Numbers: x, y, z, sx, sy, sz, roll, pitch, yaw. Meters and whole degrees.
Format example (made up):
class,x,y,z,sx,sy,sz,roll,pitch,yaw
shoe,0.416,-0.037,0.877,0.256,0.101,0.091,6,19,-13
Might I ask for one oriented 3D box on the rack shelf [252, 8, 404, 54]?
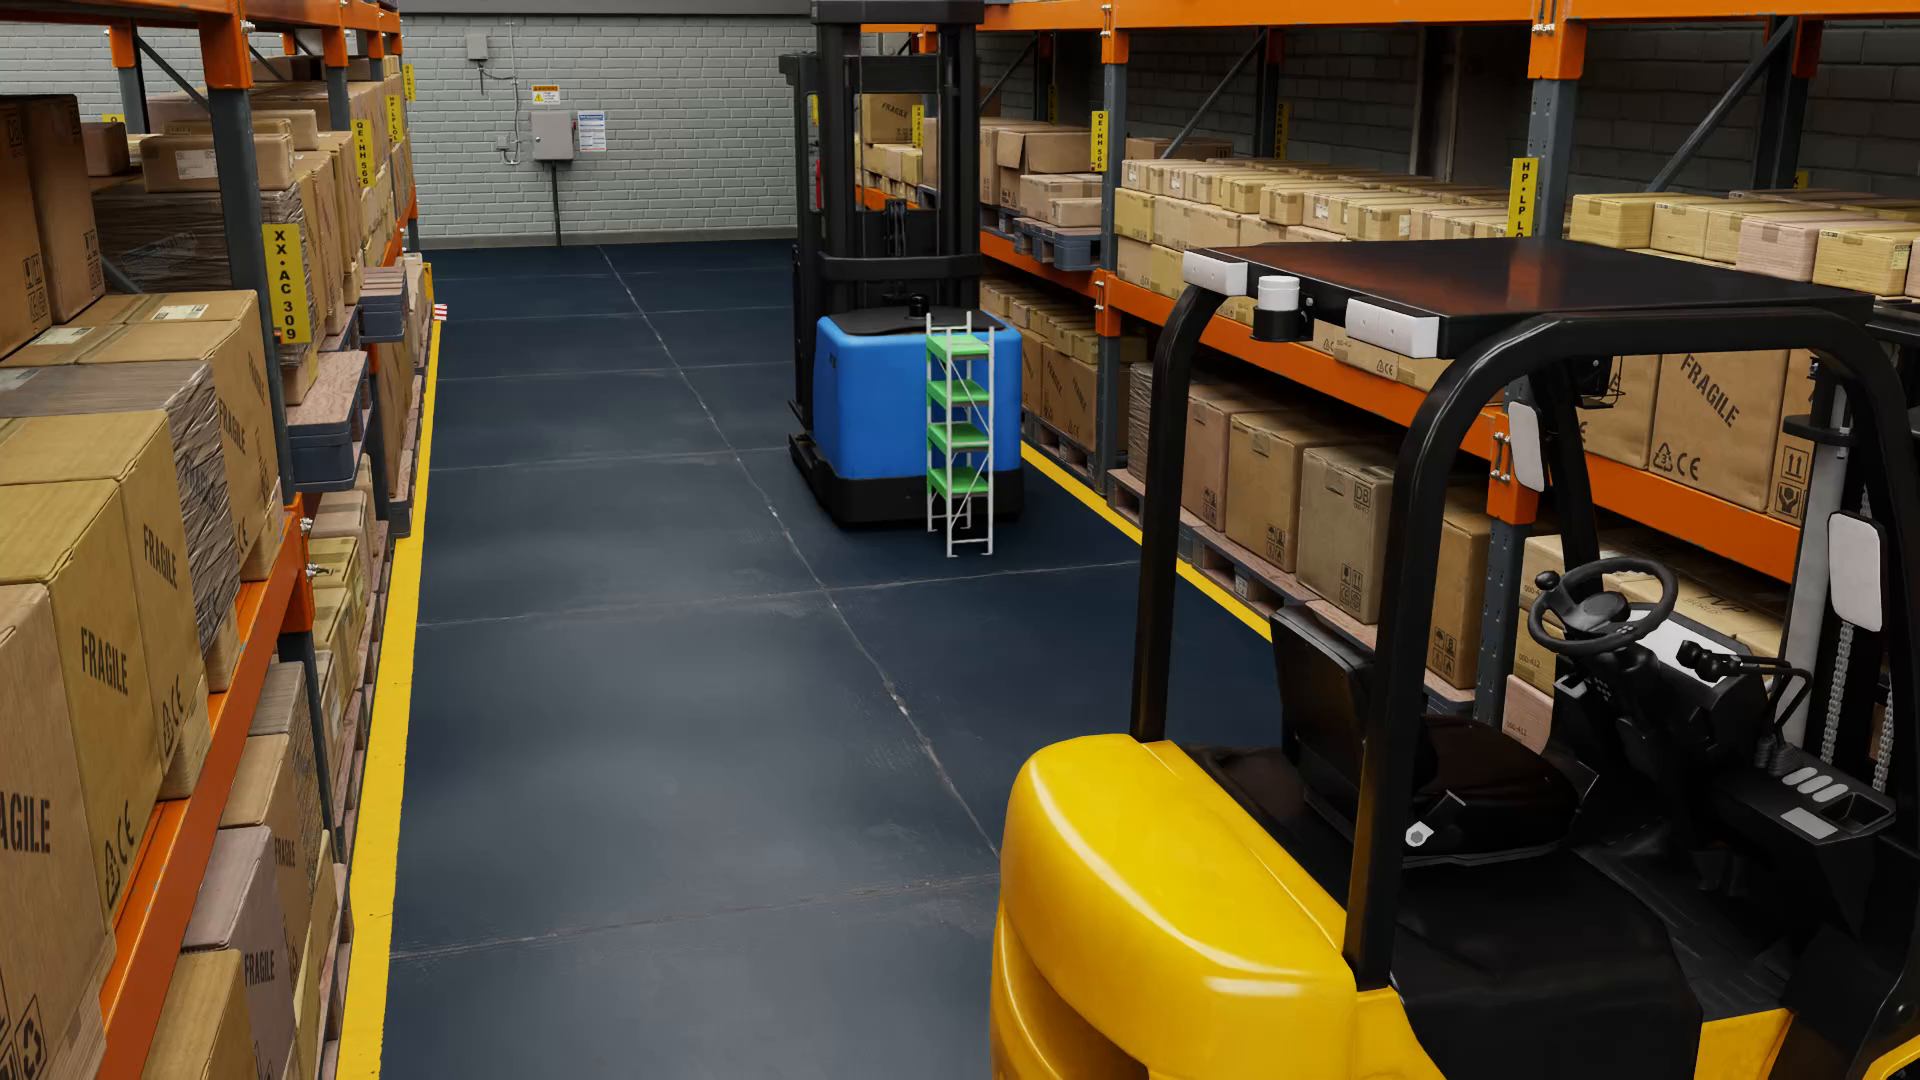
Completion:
class,x,y,z,sx,sy,sz,roll,pitch,yaw
rack shelf,-5.123,-4.102,13.430,1.077,0.370,4.000,-5,17,-15

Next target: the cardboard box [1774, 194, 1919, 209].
class,x,y,z,sx,sy,sz,roll,pitch,yaw
cardboard box,2.804,-1.001,5.253,0.380,0.149,0.250,-5,17,-17

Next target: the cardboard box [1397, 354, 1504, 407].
class,x,y,z,sx,sy,sz,roll,pitch,yaw
cardboard box,2.006,-0.684,6.276,0.500,0.250,0.500,-4,17,-14

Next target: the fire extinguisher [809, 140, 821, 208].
class,x,y,z,sx,sy,sz,roll,pitch,yaw
fire extinguisher,-1.386,-3.745,16.988,0.296,0.674,0.183,-5,17,-15

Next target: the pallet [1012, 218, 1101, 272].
class,x,y,z,sx,sy,sz,roll,pitch,yaw
pallet,1.043,-1.834,10.176,1.213,0.211,1.003,-5,17,-15

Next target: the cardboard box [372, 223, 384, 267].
class,x,y,z,sx,sy,sz,roll,pitch,yaw
cardboard box,-3.664,-1.720,9.724,0.500,0.250,0.500,-4,17,-13

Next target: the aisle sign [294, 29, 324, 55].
class,x,y,z,sx,sy,sz,roll,pitch,yaw
aisle sign,-5.972,-4.805,15.216,0.394,0.787,0.004,-5,17,-15

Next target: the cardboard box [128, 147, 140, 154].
class,x,y,z,sx,sy,sz,roll,pitch,yaw
cardboard box,-3.271,-1.309,6.675,0.500,0.500,0.500,-4,17,-14

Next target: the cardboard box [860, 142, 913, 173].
class,x,y,z,sx,sy,sz,roll,pitch,yaw
cardboard box,-0.594,-3.461,15.004,0.500,0.250,0.500,-5,17,-17

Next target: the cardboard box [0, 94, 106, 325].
class,x,y,z,sx,sy,sz,roll,pitch,yaw
cardboard box,-2.463,-0.774,3.886,0.700,0.500,0.500,-5,17,-16

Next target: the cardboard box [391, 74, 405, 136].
class,x,y,z,sx,sy,sz,roll,pitch,yaw
cardboard box,-5.007,-3.696,14.130,0.500,0.500,0.500,-5,17,-16

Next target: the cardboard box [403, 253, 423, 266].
class,x,y,z,sx,sy,sz,roll,pitch,yaw
cardboard box,-5.396,-2.362,15.327,0.875,0.438,0.875,-5,18,-17

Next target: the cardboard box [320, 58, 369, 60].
class,x,y,z,sx,sy,sz,roll,pitch,yaw
cardboard box,-4.497,-3.471,12.256,0.380,0.149,0.250,-4,17,-14

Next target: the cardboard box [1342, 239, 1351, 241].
class,x,y,z,sx,sy,sz,roll,pitch,yaw
cardboard box,1.867,-1.062,6.666,0.500,0.250,0.500,-5,17,-17

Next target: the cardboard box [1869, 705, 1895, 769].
class,x,y,z,sx,sy,sz,roll,pitch,yaw
cardboard box,2.643,0.583,4.109,0.500,0.250,0.500,-5,17,-16

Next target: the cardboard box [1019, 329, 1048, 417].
class,x,y,z,sx,sy,sz,roll,pitch,yaw
cardboard box,0.700,-1.131,11.120,0.500,0.500,0.500,-4,17,-13

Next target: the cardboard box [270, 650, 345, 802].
class,x,y,z,sx,sy,sz,roll,pitch,yaw
cardboard box,-2.522,0.669,5.350,0.950,0.372,0.625,-4,17,-15

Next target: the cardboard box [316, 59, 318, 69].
class,x,y,z,sx,sy,sz,roll,pitch,yaw
cardboard box,-5.078,-3.574,12.597,0.380,0.149,0.250,-5,17,-16

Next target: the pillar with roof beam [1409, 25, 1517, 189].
class,x,y,z,sx,sy,sz,roll,pitch,yaw
pillar with roof beam,-1.617,-3.987,6.583,9.100,9.000,0.400,-5,17,-15

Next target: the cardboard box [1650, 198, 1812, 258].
class,x,y,z,sx,sy,sz,roll,pitch,yaw
cardboard box,2.374,-0.963,5.125,0.380,0.149,0.250,-4,17,-14

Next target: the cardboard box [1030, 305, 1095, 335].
class,x,y,z,sx,sy,sz,roll,pitch,yaw
cardboard box,0.685,-1.470,11.119,0.380,0.149,0.250,-5,17,-16

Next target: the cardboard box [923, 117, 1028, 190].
class,x,y,z,sx,sy,sz,roll,pitch,yaw
cardboard box,0.116,-2.948,12.647,0.700,0.500,0.500,-4,17,-14

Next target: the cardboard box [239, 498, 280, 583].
class,x,y,z,sx,sy,sz,roll,pitch,yaw
cardboard box,-1.919,0.010,4.142,0.380,0.149,0.250,-4,17,-14

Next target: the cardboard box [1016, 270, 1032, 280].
class,x,y,z,sx,sy,sz,roll,pitch,yaw
cardboard box,0.654,-2.013,12.928,0.380,0.149,0.250,-5,17,-15

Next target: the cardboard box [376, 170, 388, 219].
class,x,y,z,sx,sy,sz,roll,pitch,yaw
cardboard box,-3.769,-2.101,10.123,0.500,0.250,0.500,-4,17,-14

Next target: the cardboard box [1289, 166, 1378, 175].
class,x,y,z,sx,sy,sz,roll,pitch,yaw
cardboard box,1.907,-1.826,8.515,0.380,0.149,0.250,-5,17,-16

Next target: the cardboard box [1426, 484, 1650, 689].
class,x,y,z,sx,sy,sz,roll,pitch,yaw
cardboard box,2.242,0.155,6.618,0.875,0.625,0.625,-4,17,-13

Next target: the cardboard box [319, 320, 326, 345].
class,x,y,z,sx,sy,sz,roll,pitch,yaw
cardboard box,-2.532,-0.788,6.067,0.380,0.149,0.250,-5,17,-15

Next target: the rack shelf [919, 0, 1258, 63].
class,x,y,z,sx,sy,sz,roll,pitch,yaw
rack shelf,0.747,-3.389,11.057,1.077,0.370,4.000,-5,17,-15

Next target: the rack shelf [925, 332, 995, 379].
class,x,y,z,sx,sy,sz,roll,pitch,yaw
rack shelf,-0.003,-0.957,8.607,0.258,0.148,0.480,-4,17,-13

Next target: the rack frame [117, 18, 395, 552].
class,x,y,z,sx,sy,sz,roll,pitch,yaw
rack frame,-3.474,-1.350,8.233,1.000,3.000,0.127,-5,17,-15

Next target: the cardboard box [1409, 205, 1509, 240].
class,x,y,z,sx,sy,sz,roll,pitch,yaw
cardboard box,1.984,-1.215,6.480,0.380,0.149,0.250,-5,17,-15

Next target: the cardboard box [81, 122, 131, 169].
class,x,y,z,sx,sy,sz,roll,pitch,yaw
cardboard box,-3.019,-1.319,5.582,0.380,0.149,0.250,-5,18,-18

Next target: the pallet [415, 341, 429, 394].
class,x,y,z,sx,sy,sz,roll,pitch,yaw
pallet,-4.708,-1.338,13.038,1.003,0.211,1.213,-5,17,-15

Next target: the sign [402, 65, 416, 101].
class,x,y,z,sx,sy,sz,roll,pitch,yaw
sign,-5.147,-4.270,15.529,0.100,0.325,0.005,-5,17,-15

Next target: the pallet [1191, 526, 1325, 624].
class,x,y,z,sx,sy,sz,roll,pitch,yaw
pallet,1.817,0.159,8.054,1.003,0.211,1.213,-5,17,-15

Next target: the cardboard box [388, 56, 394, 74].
class,x,y,z,sx,sy,sz,roll,pitch,yaw
cardboard box,-5.107,-4.111,14.385,0.380,0.149,0.250,-4,17,-14

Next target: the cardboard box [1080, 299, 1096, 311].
class,x,y,z,sx,sy,sz,roll,pitch,yaw
cardboard box,1.047,-1.581,11.488,0.380,0.149,0.250,-5,17,-15

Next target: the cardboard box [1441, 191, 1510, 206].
class,x,y,z,sx,sy,sz,roll,pitch,yaw
cardboard box,2.281,-1.397,7.089,0.380,0.149,0.250,-5,17,-15

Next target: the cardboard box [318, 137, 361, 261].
class,x,y,z,sx,sy,sz,roll,pitch,yaw
cardboard box,-2.930,-1.496,7.297,0.500,0.500,0.500,-5,17,-16

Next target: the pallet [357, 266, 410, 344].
class,x,y,z,sx,sy,sz,roll,pitch,yaw
pallet,-3.176,-1.070,7.632,1.213,0.211,1.003,-5,17,-15

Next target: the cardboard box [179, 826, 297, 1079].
class,x,y,z,sx,sy,sz,roll,pitch,yaw
cardboard box,-1.672,0.937,3.365,0.500,0.500,0.500,-4,17,-12

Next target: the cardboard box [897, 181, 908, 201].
class,x,y,z,sx,sy,sz,roll,pitch,yaw
cardboard box,-0.320,-2.938,13.957,0.380,0.149,0.250,-4,17,-14

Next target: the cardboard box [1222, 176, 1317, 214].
class,x,y,z,sx,sy,sz,roll,pitch,yaw
cardboard box,1.466,-1.635,7.878,0.380,0.149,0.250,-4,17,-14

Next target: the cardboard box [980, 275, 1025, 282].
class,x,y,z,sx,sy,sz,roll,pitch,yaw
cardboard box,0.273,-1.904,12.564,0.380,0.149,0.250,-6,18,-18

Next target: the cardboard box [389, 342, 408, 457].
class,x,y,z,sx,sy,sz,roll,pitch,yaw
cardboard box,-3.826,-0.978,9.959,0.875,0.875,0.875,-4,17,-15

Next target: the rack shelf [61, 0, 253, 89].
class,x,y,z,sx,sy,sz,roll,pitch,yaw
rack shelf,-1.826,-0.783,2.380,1.077,0.370,4.000,-5,17,-15

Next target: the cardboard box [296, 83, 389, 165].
class,x,y,z,sx,sy,sz,roll,pitch,yaw
cardboard box,-4.060,-2.737,10.938,0.500,0.500,0.500,-4,17,-14

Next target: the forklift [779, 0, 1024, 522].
class,x,y,z,sx,sy,sz,roll,pitch,yaw
forklift,-0.478,-1.882,10.122,1.130,2.935,3.031,-4,17,-13

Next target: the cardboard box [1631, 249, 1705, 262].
class,x,y,z,sx,sy,sz,roll,pitch,yaw
cardboard box,2.304,-0.815,5.151,0.380,0.149,0.250,-4,17,-14

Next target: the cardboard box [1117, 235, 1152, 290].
class,x,y,z,sx,sy,sz,roll,pitch,yaw
cardboard box,1.184,-1.530,9.092,0.500,0.250,0.500,-5,17,-15

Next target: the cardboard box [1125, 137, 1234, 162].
class,x,y,z,sx,sy,sz,roll,pitch,yaw
cardboard box,1.306,-2.147,9.983,0.500,0.500,0.500,-4,17,-13

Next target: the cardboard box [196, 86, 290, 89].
class,x,y,z,sx,sy,sz,roll,pitch,yaw
cardboard box,-4.427,-2.561,10.354,0.500,0.500,0.500,-5,17,-17

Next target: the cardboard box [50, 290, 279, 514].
class,x,y,z,sx,sy,sz,roll,pitch,yaw
cardboard box,-2.014,-0.331,4.149,0.500,0.500,0.500,-5,17,-17

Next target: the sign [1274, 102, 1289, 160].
class,x,y,z,sx,sy,sz,roll,pitch,yaw
sign,1.830,-2.343,9.525,0.100,0.325,0.005,-5,17,-15

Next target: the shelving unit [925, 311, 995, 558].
class,x,y,z,sx,sy,sz,roll,pitch,yaw
shelving unit,-0.003,-0.559,8.727,0.258,1.200,0.503,-4,17,-13

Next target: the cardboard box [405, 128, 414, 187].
class,x,y,z,sx,sy,sz,roll,pitch,yaw
cardboard box,-5.286,-3.498,15.211,0.500,0.500,0.500,-5,17,-15
